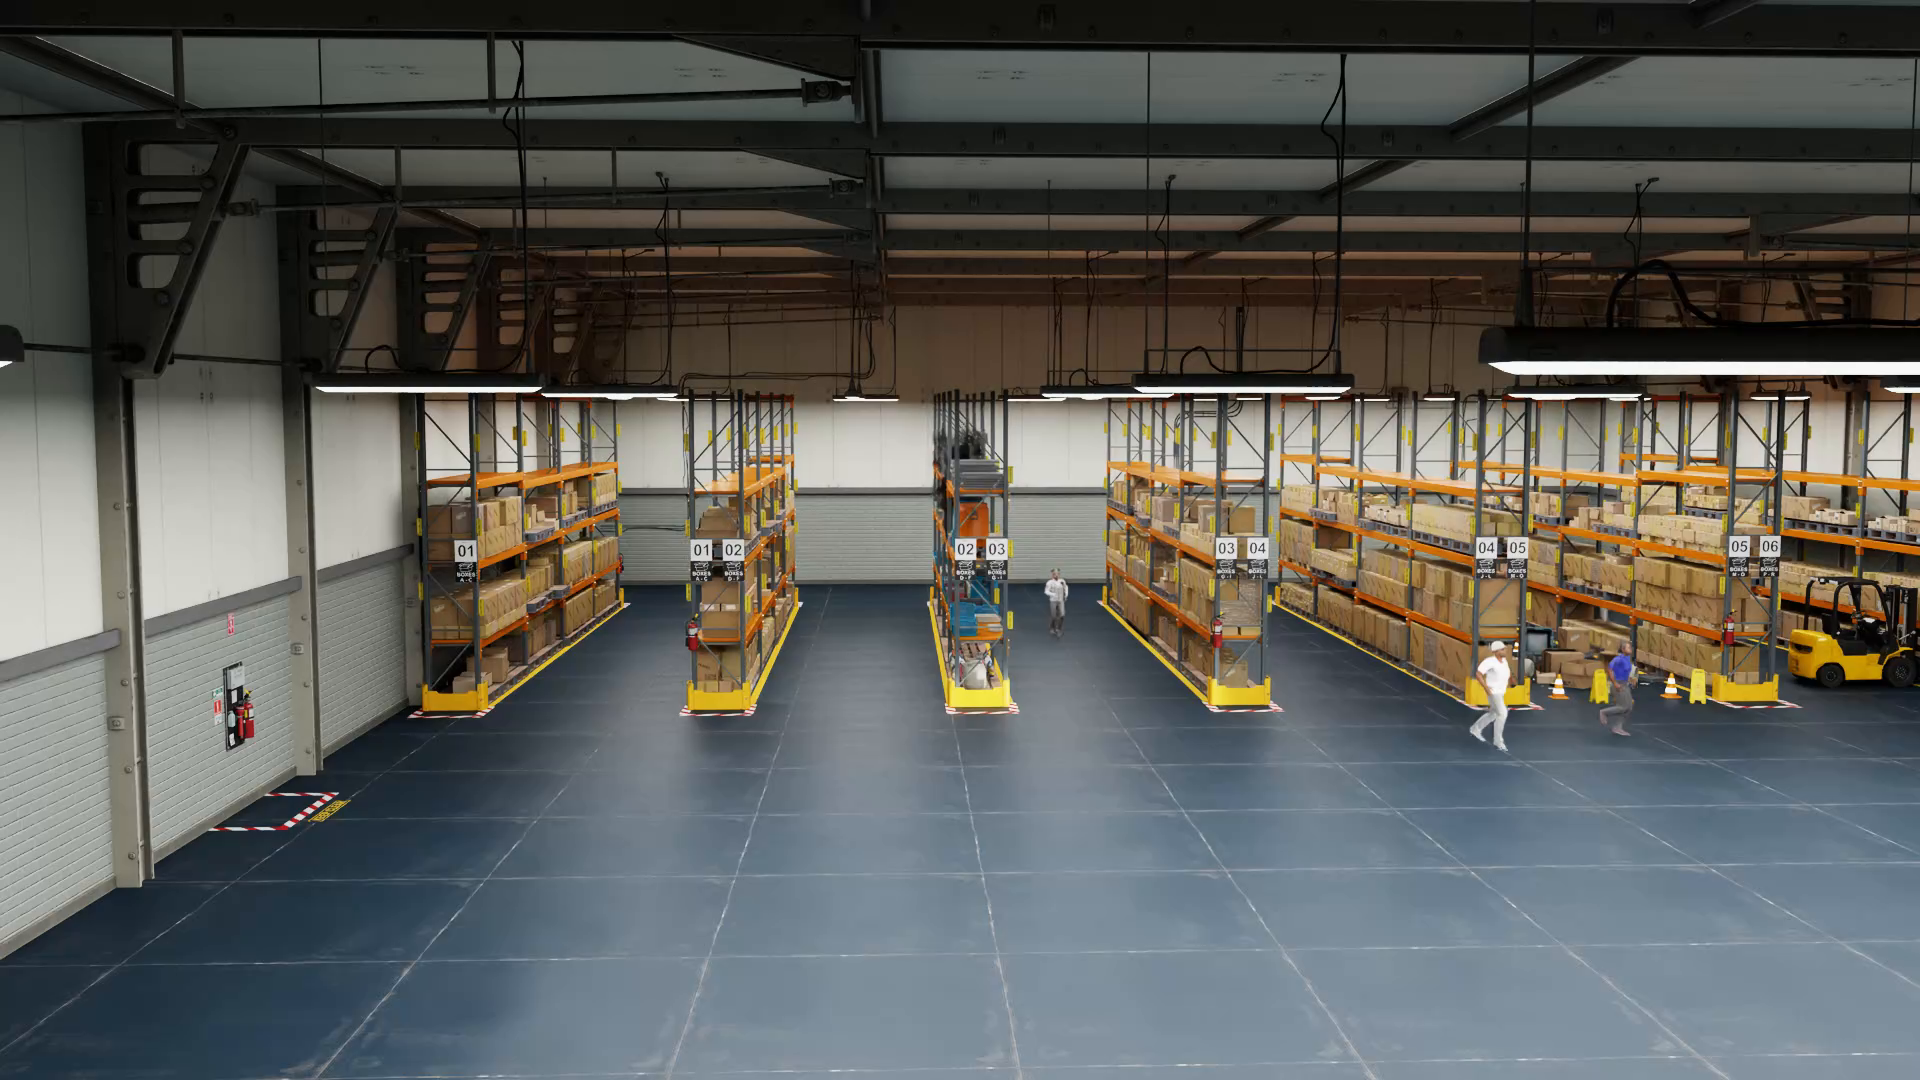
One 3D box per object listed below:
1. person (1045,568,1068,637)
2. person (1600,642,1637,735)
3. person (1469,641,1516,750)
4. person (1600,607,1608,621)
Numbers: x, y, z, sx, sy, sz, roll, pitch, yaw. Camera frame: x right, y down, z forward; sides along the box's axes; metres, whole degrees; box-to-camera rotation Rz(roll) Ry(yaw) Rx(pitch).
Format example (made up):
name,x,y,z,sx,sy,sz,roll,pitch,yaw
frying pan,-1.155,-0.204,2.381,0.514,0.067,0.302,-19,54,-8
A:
name,x,y,z,sx,sy,sz,roll,pitch,yaw
person,2.397,1.541,41.132,0.616,1.716,0.683,-1,5,-6
person,11.482,2.572,28.930,0.496,1.615,0.590,4,6,41
person,8.898,2.588,27.832,0.745,1.835,0.704,4,6,41
person,16.388,1.385,42.337,0.659,1.840,0.733,0,5,-4
